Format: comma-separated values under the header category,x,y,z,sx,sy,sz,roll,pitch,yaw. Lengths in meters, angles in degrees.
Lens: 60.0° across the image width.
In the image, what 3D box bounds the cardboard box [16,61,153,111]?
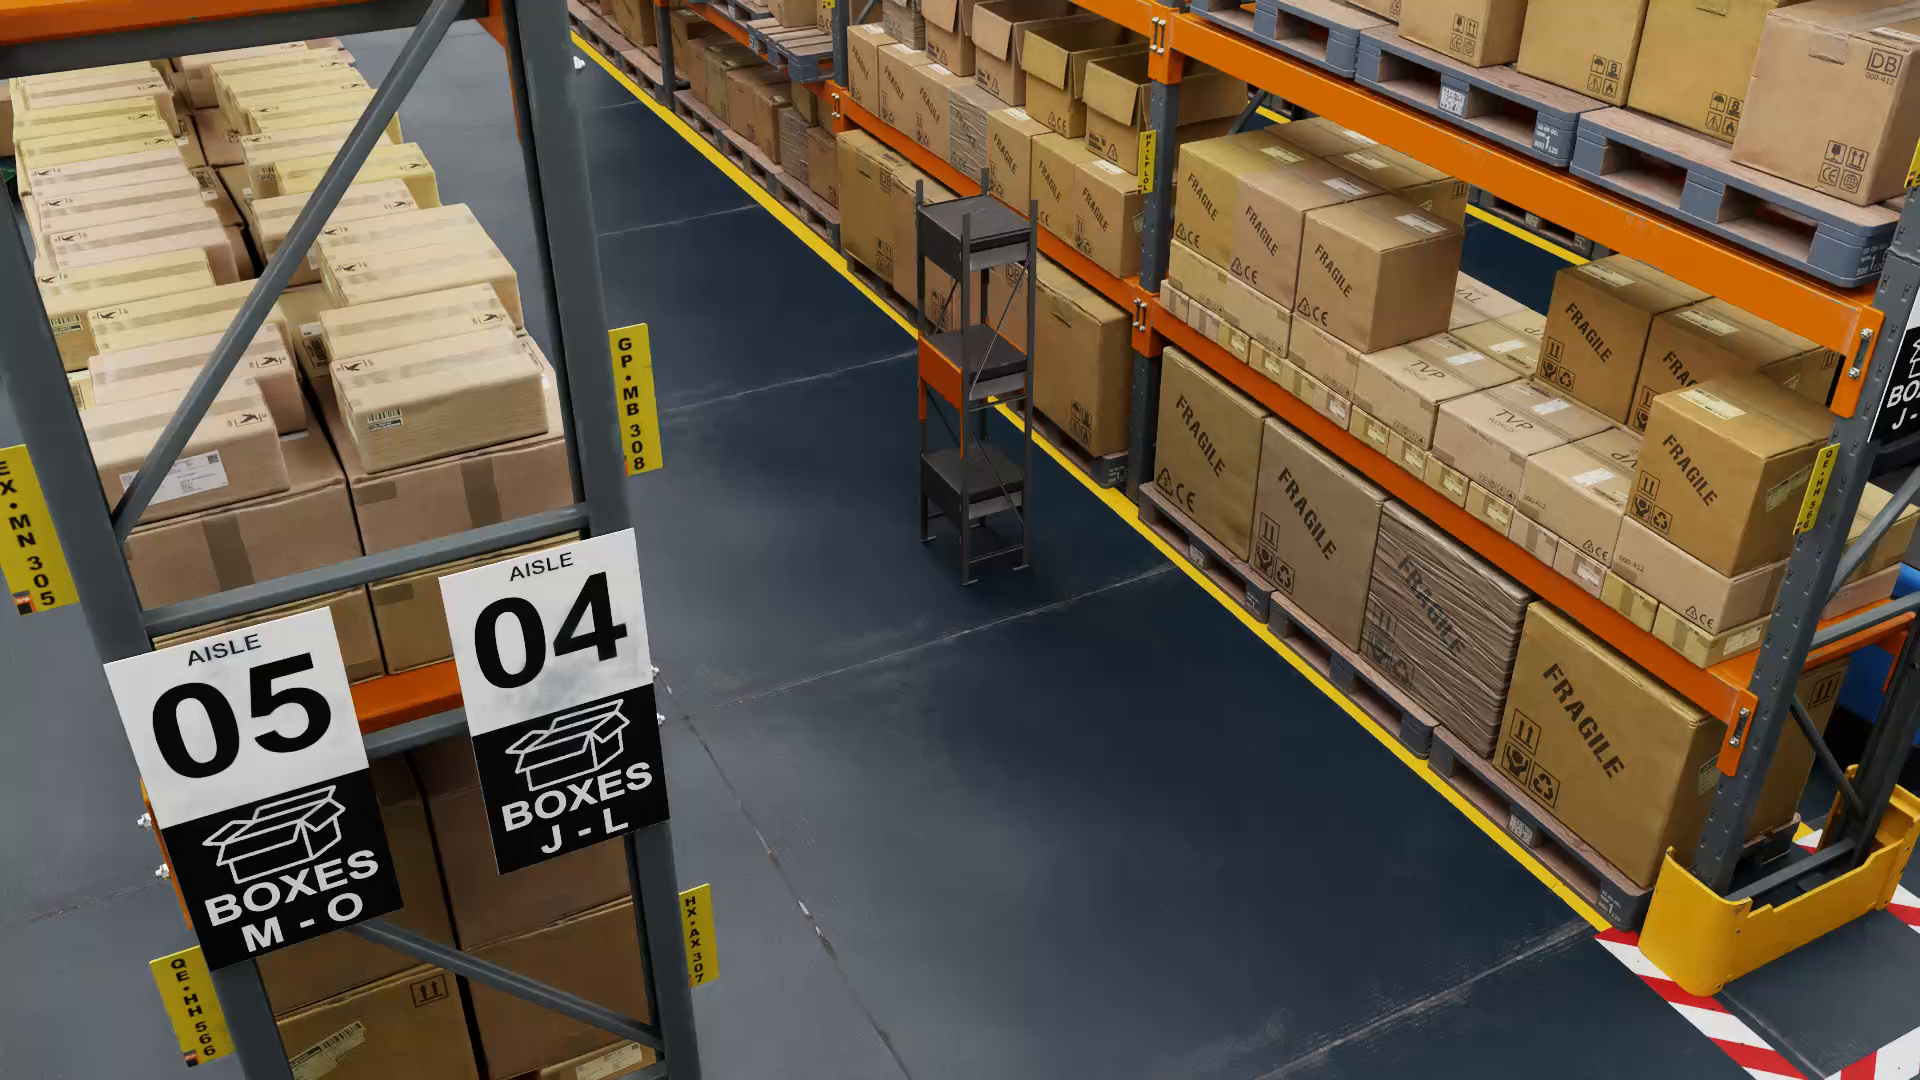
category,x,y,z,sx,sy,sz,roll,pitch,yaw
cardboard box,-2.737,-1.416,5.224,0.380,0.149,0.250,-17,36,-24

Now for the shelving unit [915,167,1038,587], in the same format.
category,x,y,z,sx,sy,sz,roll,pitch,yaw
shelving unit,0.077,-0.805,8.579,0.431,2.100,0.503,-16,36,-23

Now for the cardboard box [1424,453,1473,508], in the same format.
category,x,y,z,sx,sy,sz,roll,pitch,yaw
cardboard box,2.240,-0.299,7.188,0.380,0.149,0.250,-16,36,-23

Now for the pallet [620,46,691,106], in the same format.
category,x,y,z,sx,sy,sz,roll,pitch,yaw
pallet,-2.643,-4.572,16.209,1.003,0.211,1.213,-16,36,-23

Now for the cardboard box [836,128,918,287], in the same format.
category,x,y,z,sx,sy,sz,roll,pitch,yaw
cardboard box,-0.130,-2.473,11.928,1.225,0.875,0.875,-18,37,-25

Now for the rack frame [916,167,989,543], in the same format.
category,x,y,z,sx,sy,sz,roll,pitch,yaw
rack frame,-0.037,-0.922,8.761,0.400,2.100,0.015,-16,36,-23

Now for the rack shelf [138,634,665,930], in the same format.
category,x,y,z,sx,sy,sz,roll,pitch,yaw
rack shelf,-2.071,-0.423,5.034,1.077,0.370,4.000,-16,36,-23

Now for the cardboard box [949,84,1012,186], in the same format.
category,x,y,z,sx,sy,sz,roll,pitch,yaw
cardboard box,0.268,-2.539,10.358,0.500,0.500,0.500,-16,36,-23

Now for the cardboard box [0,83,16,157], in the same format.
category,x,y,z,sx,sy,sz,roll,pitch,yaw
cardboard box,-8.365,-3.666,14.525,0.500,0.500,0.500,-10,34,-15

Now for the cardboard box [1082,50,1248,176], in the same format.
category,x,y,z,sx,sy,sz,roll,pitch,yaw
cardboard box,1.127,-2.384,9.186,0.797,0.503,0.637,-17,36,-24

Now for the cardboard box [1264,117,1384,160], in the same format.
category,x,y,z,sx,sy,sz,roll,pitch,yaw
cardboard box,1.883,-1.842,8.531,0.500,0.500,0.500,-15,36,-22

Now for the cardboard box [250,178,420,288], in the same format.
category,x,y,z,sx,sy,sz,roll,pitch,yaw
cardboard box,-1.579,-0.785,4.238,0.380,0.149,0.250,-15,36,-22

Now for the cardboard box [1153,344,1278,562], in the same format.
category,x,y,z,sx,sy,sz,roll,pitch,yaw
cardboard box,1.669,-0.563,8.948,0.875,0.875,0.875,-16,36,-23

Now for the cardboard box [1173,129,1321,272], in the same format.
category,x,y,z,sx,sy,sz,roll,pitch,yaw
cardboard box,1.429,-1.701,8.312,0.500,0.500,0.500,-16,36,-23

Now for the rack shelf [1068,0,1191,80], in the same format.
category,x,y,z,sx,sy,sz,roll,pitch,yaw
rack shelf,0.499,-3.531,9.886,1.077,0.370,4.000,-16,36,-23

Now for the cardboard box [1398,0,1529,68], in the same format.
category,x,y,z,sx,sy,sz,roll,pitch,yaw
cardboard box,2.215,-2.239,6.628,0.700,0.500,0.500,-14,35,-21

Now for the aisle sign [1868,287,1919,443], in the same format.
category,x,y,z,sx,sy,sz,roll,pitch,yaw
aisle sign,3.065,-0.692,5.159,0.394,0.787,0.004,-16,36,-23

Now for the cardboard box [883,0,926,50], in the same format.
category,x,y,z,sx,sy,sz,roll,pitch,yaw
cardboard box,-0.107,-3.637,11.142,0.797,0.503,0.637,-15,35,-22

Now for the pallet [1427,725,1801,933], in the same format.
category,x,y,z,sx,sy,sz,roll,pitch,yaw
pallet,2.855,1.105,7.348,1.003,0.211,1.213,-16,36,-23

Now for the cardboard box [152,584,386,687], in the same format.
category,x,y,z,sx,sy,sz,roll,pitch,yaw
cardboard box,-1.584,0.142,3.626,0.500,0.250,0.500,-17,36,-24

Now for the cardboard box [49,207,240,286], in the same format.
category,x,y,z,sx,sy,sz,roll,pitch,yaw
cardboard box,-1.986,-0.671,4.060,0.380,0.149,0.250,-17,36,-24

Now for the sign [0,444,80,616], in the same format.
category,x,y,z,sx,sy,sz,roll,pitch,yaw
sign,-1.639,-0.014,2.908,0.100,0.325,0.005,-16,36,-23

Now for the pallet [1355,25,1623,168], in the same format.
category,x,y,z,sx,sy,sz,roll,pitch,yaw
pallet,2.369,-1.867,6.704,1.003,0.211,1.213,-16,36,-23

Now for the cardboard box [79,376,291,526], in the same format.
category,x,y,z,sx,sy,sz,roll,pitch,yaw
cardboard box,-1.553,-0.171,3.280,0.380,0.149,0.250,-16,36,-24

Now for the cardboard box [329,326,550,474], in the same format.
category,x,y,z,sx,sy,sz,roll,pitch,yaw
cardboard box,-1.088,-0.298,3.479,0.380,0.149,0.250,-16,36,-24

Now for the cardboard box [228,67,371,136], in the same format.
category,x,y,z,sx,sy,sz,roll,pitch,yaw
cardboard box,-1.990,-1.304,5.049,0.380,0.149,0.250,-16,36,-23

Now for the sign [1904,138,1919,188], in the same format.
category,x,y,z,sx,sy,sz,roll,pitch,yaw
sign,2.810,-1.180,4.802,0.100,0.325,0.005,-16,36,-23

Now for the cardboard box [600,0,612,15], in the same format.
category,x,y,z,sx,sy,sz,roll,pitch,yaw
cardboard box,-3.578,-5.888,17.607,0.500,0.500,0.500,-7,33,-11

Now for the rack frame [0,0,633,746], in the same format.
category,x,y,z,sx,sy,sz,roll,pitch,yaw
rack frame,-1.138,-1.034,2.541,1.000,3.000,0.127,-16,36,-23

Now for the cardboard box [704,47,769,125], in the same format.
category,x,y,z,sx,sy,sz,roll,pitch,yaw
cardboard box,-1.825,-4.036,14.697,0.700,0.500,0.500,-16,36,-23

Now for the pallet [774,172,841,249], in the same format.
category,x,y,z,sx,sy,sz,roll,pitch,yaw
pallet,-0.796,-2.724,13.325,1.003,0.211,1.213,-16,36,-23

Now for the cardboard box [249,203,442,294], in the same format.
category,x,y,z,sx,sy,sz,roll,pitch,yaw
cardboard box,-1.582,-0.686,4.454,0.500,0.250,0.500,-15,36,-23

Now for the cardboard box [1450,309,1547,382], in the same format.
category,x,y,z,sx,sy,sz,roll,pitch,yaw
cardboard box,2.584,-0.801,7.602,0.500,0.250,0.500,-17,36,-24

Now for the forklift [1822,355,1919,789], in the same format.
category,x,y,z,sx,sy,sz,roll,pitch,yaw
forklift,3.825,-0.885,7.933,1.130,2.935,3.031,-18,37,-26

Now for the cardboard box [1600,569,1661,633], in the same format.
category,x,y,z,sx,sy,sz,roll,pitch,yaw
cardboard box,2.717,0.188,6.428,0.380,0.149,0.250,-15,36,-23

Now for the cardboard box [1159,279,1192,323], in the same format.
category,x,y,z,sx,sy,sz,roll,pitch,yaw
cardboard box,1.275,-1.286,8.728,0.380,0.149,0.250,-16,36,-23

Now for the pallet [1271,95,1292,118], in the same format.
category,x,y,z,sx,sy,sz,roll,pitch,yaw
pallet,3.621,-3.976,15.279,1.003,0.211,1.213,-16,36,-23

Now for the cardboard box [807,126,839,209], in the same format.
category,x,y,z,sx,sy,sz,roll,pitch,yaw
cardboard box,-0.763,-2.973,13.037,0.700,0.500,0.500,-18,37,-26

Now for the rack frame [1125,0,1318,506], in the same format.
category,x,y,z,sx,sy,sz,roll,pitch,yaw
rack frame,1.432,-1.616,9.011,1.000,3.000,0.127,-16,36,-23

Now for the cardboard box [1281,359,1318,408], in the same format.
category,x,y,z,sx,sy,sz,roll,pitch,yaw
cardboard box,1.765,-0.788,7.950,0.380,0.149,0.250,-16,36,-24

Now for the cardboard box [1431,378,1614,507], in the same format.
category,x,y,z,sx,sy,sz,roll,pitch,yaw
cardboard box,2.362,-0.419,7.005,0.500,0.250,0.500,-17,36,-25

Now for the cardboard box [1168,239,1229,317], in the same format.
category,x,y,z,sx,sy,sz,roll,pitch,yaw
cardboard box,1.419,-1.388,8.518,0.500,0.250,0.500,-17,36,-24

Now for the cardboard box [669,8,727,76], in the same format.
category,x,y,z,sx,sy,sz,roll,pitch,yaw
cardboard box,-2.449,-4.759,15.845,0.500,0.500,0.500,-17,36,-25

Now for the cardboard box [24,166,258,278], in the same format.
category,x,y,z,sx,sy,sz,roll,pitch,yaw
cardboard box,-2.279,-0.807,4.642,0.500,0.250,0.500,-18,37,-25

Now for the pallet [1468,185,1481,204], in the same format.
category,x,y,z,sx,sy,sz,roll,pitch,yaw
pallet,4.353,-3.231,14.116,1.003,0.211,1.213,-16,36,-23

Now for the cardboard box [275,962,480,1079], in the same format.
category,x,y,z,sx,sy,sz,roll,pitch,yaw
cardboard box,-1.576,1.175,4.286,0.500,0.500,0.500,-15,36,-22

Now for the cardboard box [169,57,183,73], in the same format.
category,x,y,z,sx,sy,sz,roll,pitch,yaw
cardboard box,-2.563,-1.671,5.991,0.500,0.250,0.500,-18,37,-25
